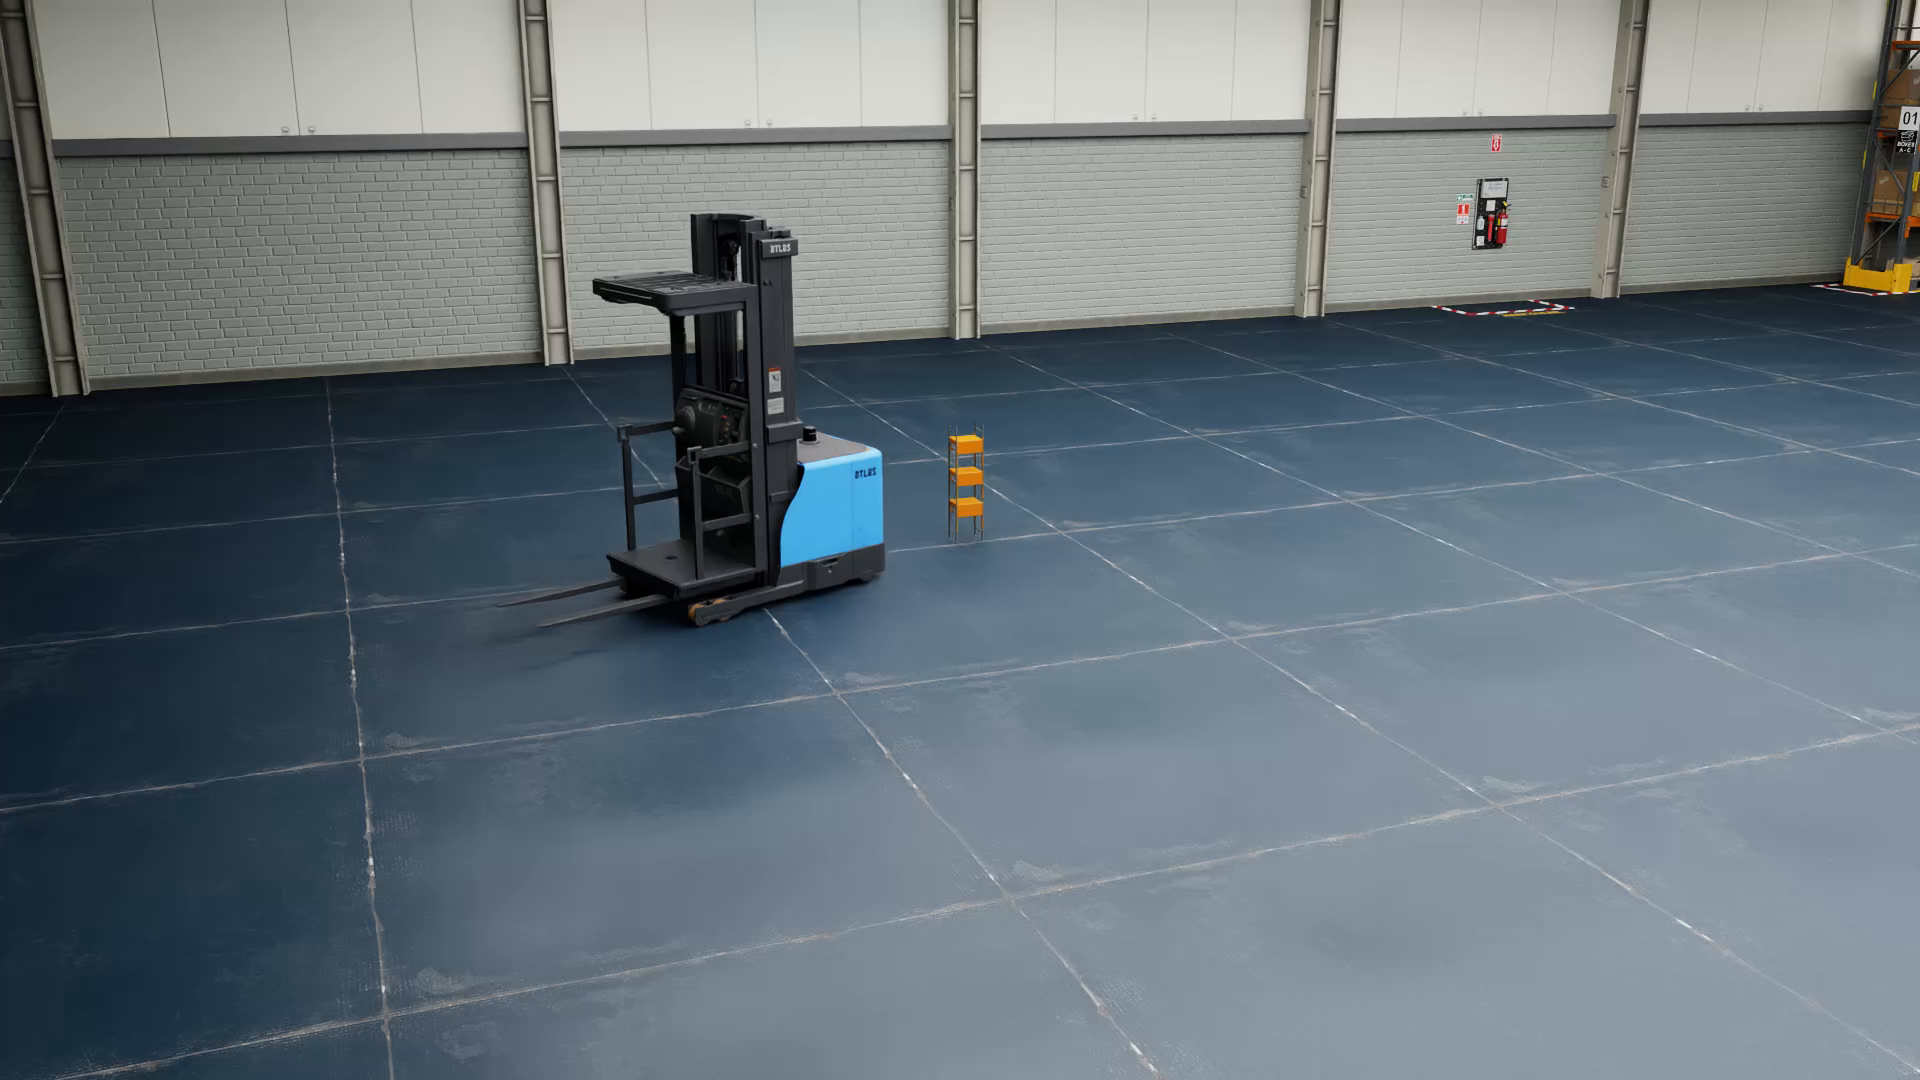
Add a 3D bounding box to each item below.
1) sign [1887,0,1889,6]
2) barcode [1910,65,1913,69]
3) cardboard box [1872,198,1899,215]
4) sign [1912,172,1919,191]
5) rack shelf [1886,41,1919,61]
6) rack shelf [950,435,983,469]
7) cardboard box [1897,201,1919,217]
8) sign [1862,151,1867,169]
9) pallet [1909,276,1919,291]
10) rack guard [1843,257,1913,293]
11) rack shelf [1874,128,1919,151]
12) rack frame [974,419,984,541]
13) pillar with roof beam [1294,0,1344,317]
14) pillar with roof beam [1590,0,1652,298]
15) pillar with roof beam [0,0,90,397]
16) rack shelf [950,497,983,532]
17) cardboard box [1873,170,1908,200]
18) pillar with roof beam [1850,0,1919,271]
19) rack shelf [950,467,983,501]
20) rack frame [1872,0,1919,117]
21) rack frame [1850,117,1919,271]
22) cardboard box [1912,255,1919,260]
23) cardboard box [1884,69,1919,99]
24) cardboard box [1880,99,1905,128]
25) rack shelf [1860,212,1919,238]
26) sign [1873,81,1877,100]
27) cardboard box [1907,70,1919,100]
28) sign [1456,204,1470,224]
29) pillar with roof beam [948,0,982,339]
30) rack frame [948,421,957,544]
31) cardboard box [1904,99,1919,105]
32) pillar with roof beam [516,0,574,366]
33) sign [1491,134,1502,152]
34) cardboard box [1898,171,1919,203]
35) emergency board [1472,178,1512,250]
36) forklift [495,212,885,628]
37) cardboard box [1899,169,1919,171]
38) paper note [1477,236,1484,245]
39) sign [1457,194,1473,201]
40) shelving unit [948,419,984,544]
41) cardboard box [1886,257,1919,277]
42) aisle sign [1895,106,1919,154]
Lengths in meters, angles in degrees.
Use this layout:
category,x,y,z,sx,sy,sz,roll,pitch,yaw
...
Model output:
category,x,y,z,sx,sy,sz,roll,pitch,yaw
sign,16.350,-9.553,29.219,0.005,0.325,0.100,-6,17,-20
barcode,17.014,-8.460,29.743,0.075,0.075,0.001,-6,17,-20
cardboard box,16.897,-6.038,30.066,0.500,0.250,0.500,-6,17,-19
sign,16.724,-6.275,29.106,0.005,0.325,0.100,-6,17,-20
rack shelf,18.398,-8.735,29.657,4.000,0.370,1.077,-6,17,-20
rack shelf,0.050,-0.771,14.392,0.240,0.259,0.215,-6,17,-20
cardboard box,17.099,-5.905,29.615,0.500,0.250,0.500,-7,18,-22
sign,16.350,-6.857,30.010,0.005,0.325,0.100,-6,17,-20
pallet,17.372,-4.744,30.380,1.213,0.211,1.003,-6,17,-20
rack guard,16.601,-4.810,30.092,0.348,0.500,1.175,-6,17,-20
rack shelf,18.398,-7.298,30.079,4.000,0.370,1.077,-6,17,-20
rack frame,0.164,-0.521,14.511,0.008,1.050,0.200,-6,17,-20
pillar with roof beam,7.209,-6.836,21.907,0.400,9.000,9.100,-6,17,-20
pillar with roof beam,12.812,-7.441,23.967,0.400,9.000,9.100,-6,17,-20
pillar with roof beam,-9.599,-5.021,15.727,0.400,9.000,9.100,-6,17,-20
rack shelf,0.050,-0.232,14.550,0.240,0.259,0.215,-6,17,-20
cardboard box,16.894,-6.403,29.979,0.500,0.500,0.500,-6,18,-21
pillar with roof beam,18.415,-8.046,26.027,0.400,9.000,9.100,-6,17,-20
rack shelf,0.050,-0.499,14.472,0.240,0.259,0.215,-6,17,-20
rack frame,16.530,-8.881,28.868,0.127,3.000,1.000,-6,17,-20
rack frame,16.530,-6.002,29.714,0.127,3.000,1.000,-6,17,-20
cardboard box,17.741,-5.027,30.383,0.500,0.311,0.500,-5,17,-15
cardboard box,16.839,-8.091,29.516,0.500,0.500,0.500,-5,17,-18
cardboard box,16.829,-7.608,29.644,0.500,0.500,0.500,-5,17,-16
rack shelf,18.398,-5.859,30.502,4.000,0.370,1.077,-6,17,-20
sign,16.350,-8.014,29.671,0.005,0.325,0.100,-6,17,-20
cardboard box,16.977,-7.954,29.048,0.500,0.500,0.500,-8,18,-24
sign,8.397,-5.445,27.752,0.234,0.329,0.001,-6,17,-20
pillar with roof beam,1.606,-6.231,19.847,0.400,9.000,9.100,-6,17,-20
rack frame,-0.064,-0.497,14.427,0.008,1.050,0.200,-6,17,-20
cardboard box,16.932,-7.467,29.165,0.500,0.500,0.500,-6,17,-19
pillar with roof beam,-3.996,-5.626,17.787,0.400,9.000,9.100,-6,17,-20
sign,8.907,-6.594,27.615,0.199,0.298,0.001,-6,17,-20
cardboard box,17.083,-6.269,29.521,0.500,0.500,0.500,-6,17,-20
emergency board,8.950,-5.456,27.855,0.643,1.169,0.194,-6,17,-20
forklift,-2.053,-0.928,12.557,3.031,2.935,1.130,-14,21,-39
cardboard box,17.368,-6.451,30.143,0.500,0.500,0.500,-6,17,-19
paper note,8.760,-5.034,27.980,0.142,0.148,0.016,-6,17,-20
sign,8.404,-5.697,27.671,0.331,0.109,0.001,-6,17,-20
shelving unit,0.050,-0.509,14.469,0.252,1.050,0.215,-6,17,-20
cardboard box,17.208,-4.969,30.188,0.500,0.311,0.500,-8,18,-26
aisle sign,16.570,-7.163,29.054,0.004,0.787,0.394,-6,17,-20
